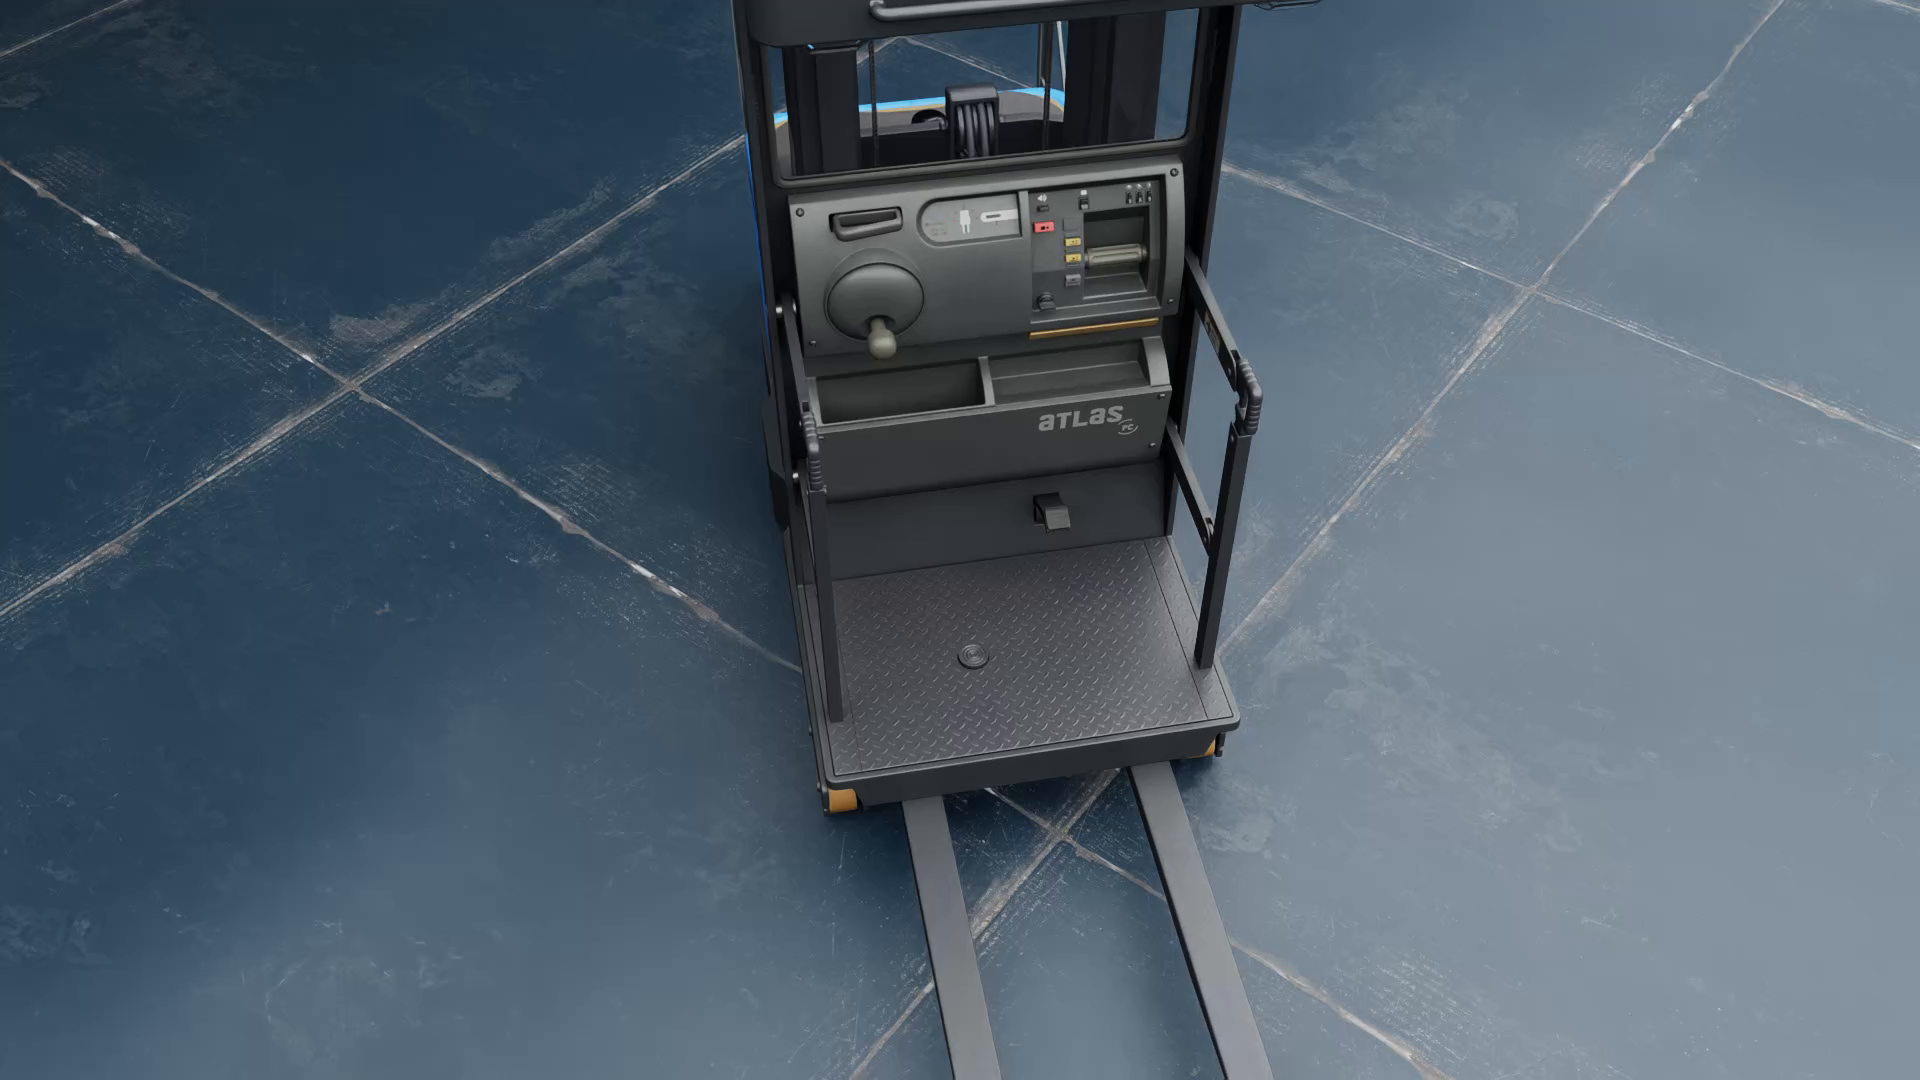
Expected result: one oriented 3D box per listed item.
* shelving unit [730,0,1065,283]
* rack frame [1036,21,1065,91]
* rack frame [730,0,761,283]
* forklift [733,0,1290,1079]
[{"bbox_3d":[-0.183,-1.364,5.513,1.048,1.500,0.538,-7,46,-7],"label":"shelving unit"},{"bbox_3d":[0.319,-1.424,5.570,0.032,1.500,0.500,-7,46,-7],"label":"rack frame"},{"bbox_3d":[-0.684,-1.304,5.455,0.032,1.500,0.500,-7,46,-7],"label":"rack frame"},{"bbox_3d":[0.114,-0.564,3.762,1.130,2.935,3.031,-8,47,-7],"label":"forklift"}]
